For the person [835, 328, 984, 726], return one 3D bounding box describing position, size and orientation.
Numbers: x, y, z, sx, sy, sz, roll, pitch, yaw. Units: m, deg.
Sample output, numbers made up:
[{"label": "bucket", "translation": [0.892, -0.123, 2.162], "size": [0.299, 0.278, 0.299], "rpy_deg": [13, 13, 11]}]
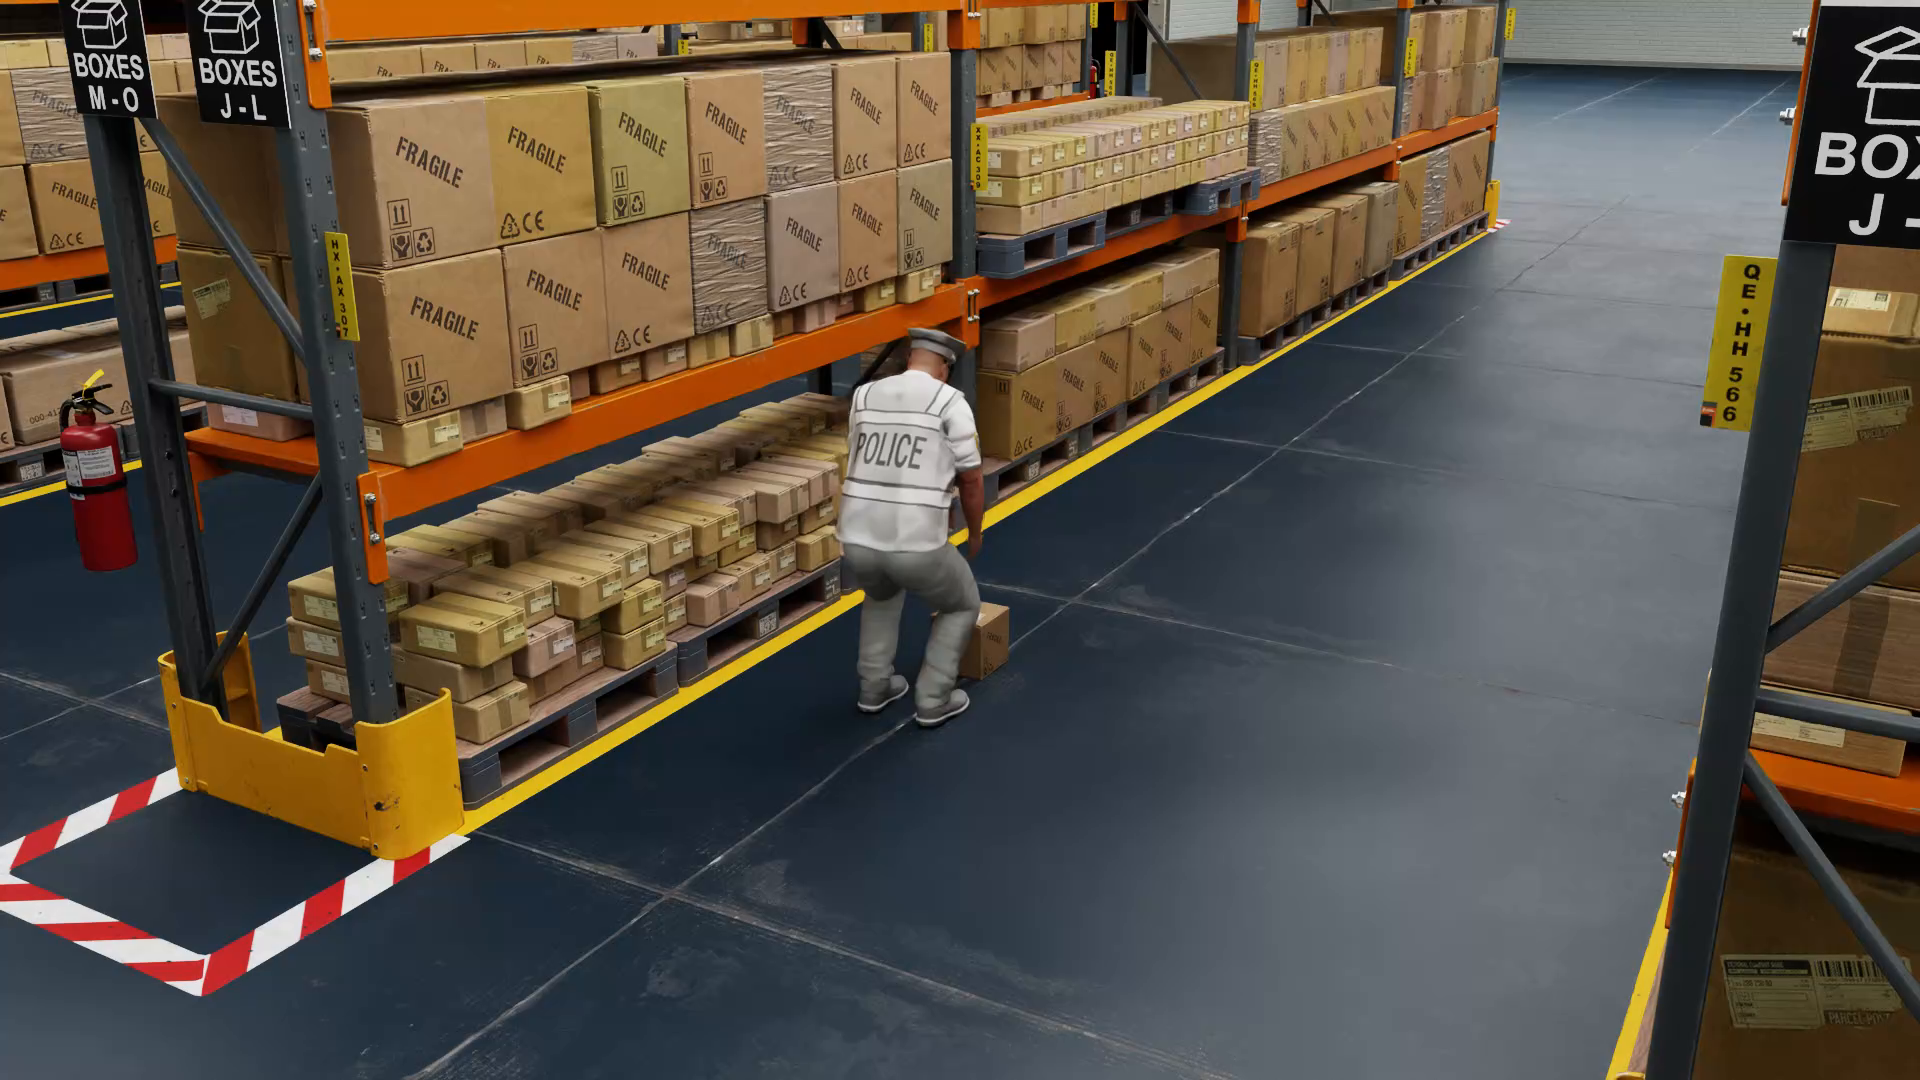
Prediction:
[{"label": "person", "translation": [-0.206, -0.051, 6.567], "size": [0.587, 1.523, 0.729], "rpy_deg": [10, 22, 27]}]
